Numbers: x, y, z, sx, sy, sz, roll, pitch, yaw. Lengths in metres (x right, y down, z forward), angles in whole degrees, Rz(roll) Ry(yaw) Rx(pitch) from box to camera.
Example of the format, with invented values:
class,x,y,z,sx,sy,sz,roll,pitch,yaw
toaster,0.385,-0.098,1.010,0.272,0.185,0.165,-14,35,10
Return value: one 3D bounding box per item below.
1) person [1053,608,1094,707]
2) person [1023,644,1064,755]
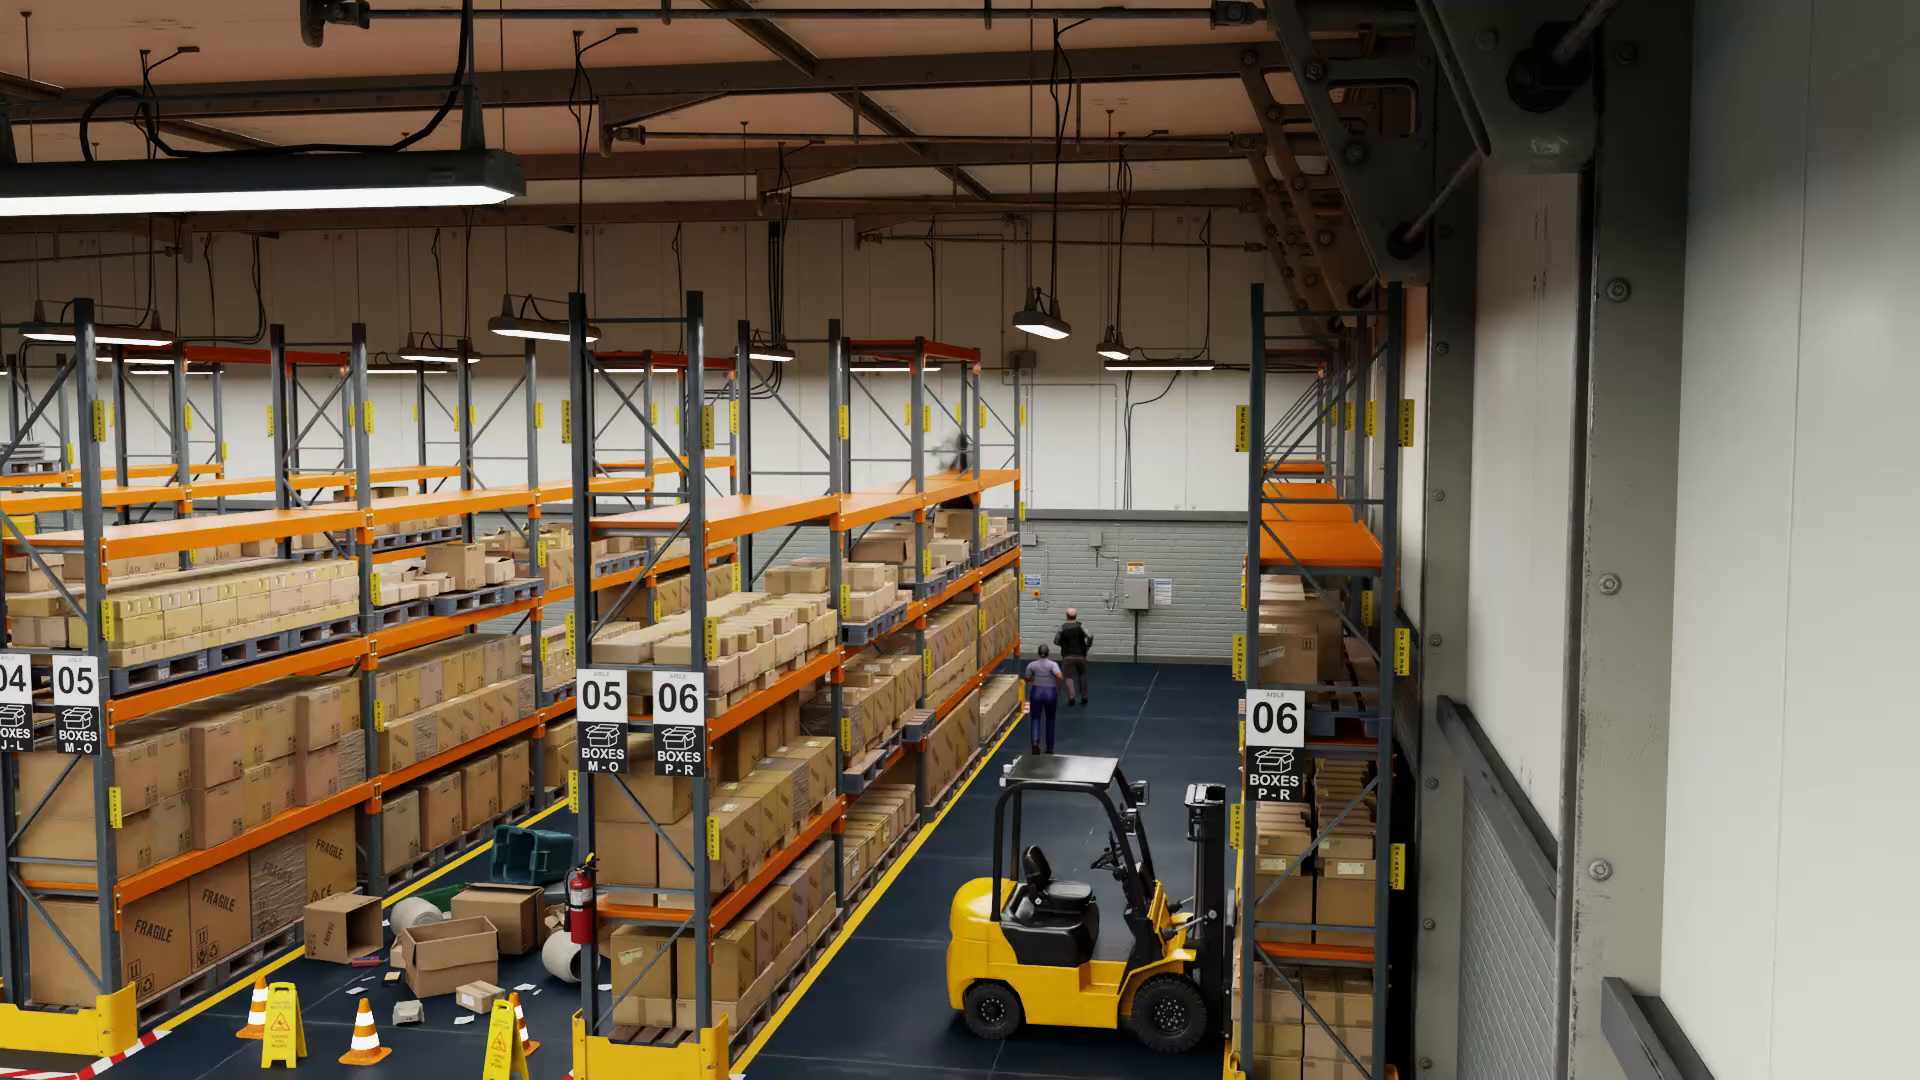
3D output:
class,x,y,z,sx,sy,sz,roll,pitch,yaw
person,1.922,2.022,28.431,0.661,1.725,0.957,0,5,-3
person,1.236,2.349,24.573,0.602,1.643,0.898,0,5,6
